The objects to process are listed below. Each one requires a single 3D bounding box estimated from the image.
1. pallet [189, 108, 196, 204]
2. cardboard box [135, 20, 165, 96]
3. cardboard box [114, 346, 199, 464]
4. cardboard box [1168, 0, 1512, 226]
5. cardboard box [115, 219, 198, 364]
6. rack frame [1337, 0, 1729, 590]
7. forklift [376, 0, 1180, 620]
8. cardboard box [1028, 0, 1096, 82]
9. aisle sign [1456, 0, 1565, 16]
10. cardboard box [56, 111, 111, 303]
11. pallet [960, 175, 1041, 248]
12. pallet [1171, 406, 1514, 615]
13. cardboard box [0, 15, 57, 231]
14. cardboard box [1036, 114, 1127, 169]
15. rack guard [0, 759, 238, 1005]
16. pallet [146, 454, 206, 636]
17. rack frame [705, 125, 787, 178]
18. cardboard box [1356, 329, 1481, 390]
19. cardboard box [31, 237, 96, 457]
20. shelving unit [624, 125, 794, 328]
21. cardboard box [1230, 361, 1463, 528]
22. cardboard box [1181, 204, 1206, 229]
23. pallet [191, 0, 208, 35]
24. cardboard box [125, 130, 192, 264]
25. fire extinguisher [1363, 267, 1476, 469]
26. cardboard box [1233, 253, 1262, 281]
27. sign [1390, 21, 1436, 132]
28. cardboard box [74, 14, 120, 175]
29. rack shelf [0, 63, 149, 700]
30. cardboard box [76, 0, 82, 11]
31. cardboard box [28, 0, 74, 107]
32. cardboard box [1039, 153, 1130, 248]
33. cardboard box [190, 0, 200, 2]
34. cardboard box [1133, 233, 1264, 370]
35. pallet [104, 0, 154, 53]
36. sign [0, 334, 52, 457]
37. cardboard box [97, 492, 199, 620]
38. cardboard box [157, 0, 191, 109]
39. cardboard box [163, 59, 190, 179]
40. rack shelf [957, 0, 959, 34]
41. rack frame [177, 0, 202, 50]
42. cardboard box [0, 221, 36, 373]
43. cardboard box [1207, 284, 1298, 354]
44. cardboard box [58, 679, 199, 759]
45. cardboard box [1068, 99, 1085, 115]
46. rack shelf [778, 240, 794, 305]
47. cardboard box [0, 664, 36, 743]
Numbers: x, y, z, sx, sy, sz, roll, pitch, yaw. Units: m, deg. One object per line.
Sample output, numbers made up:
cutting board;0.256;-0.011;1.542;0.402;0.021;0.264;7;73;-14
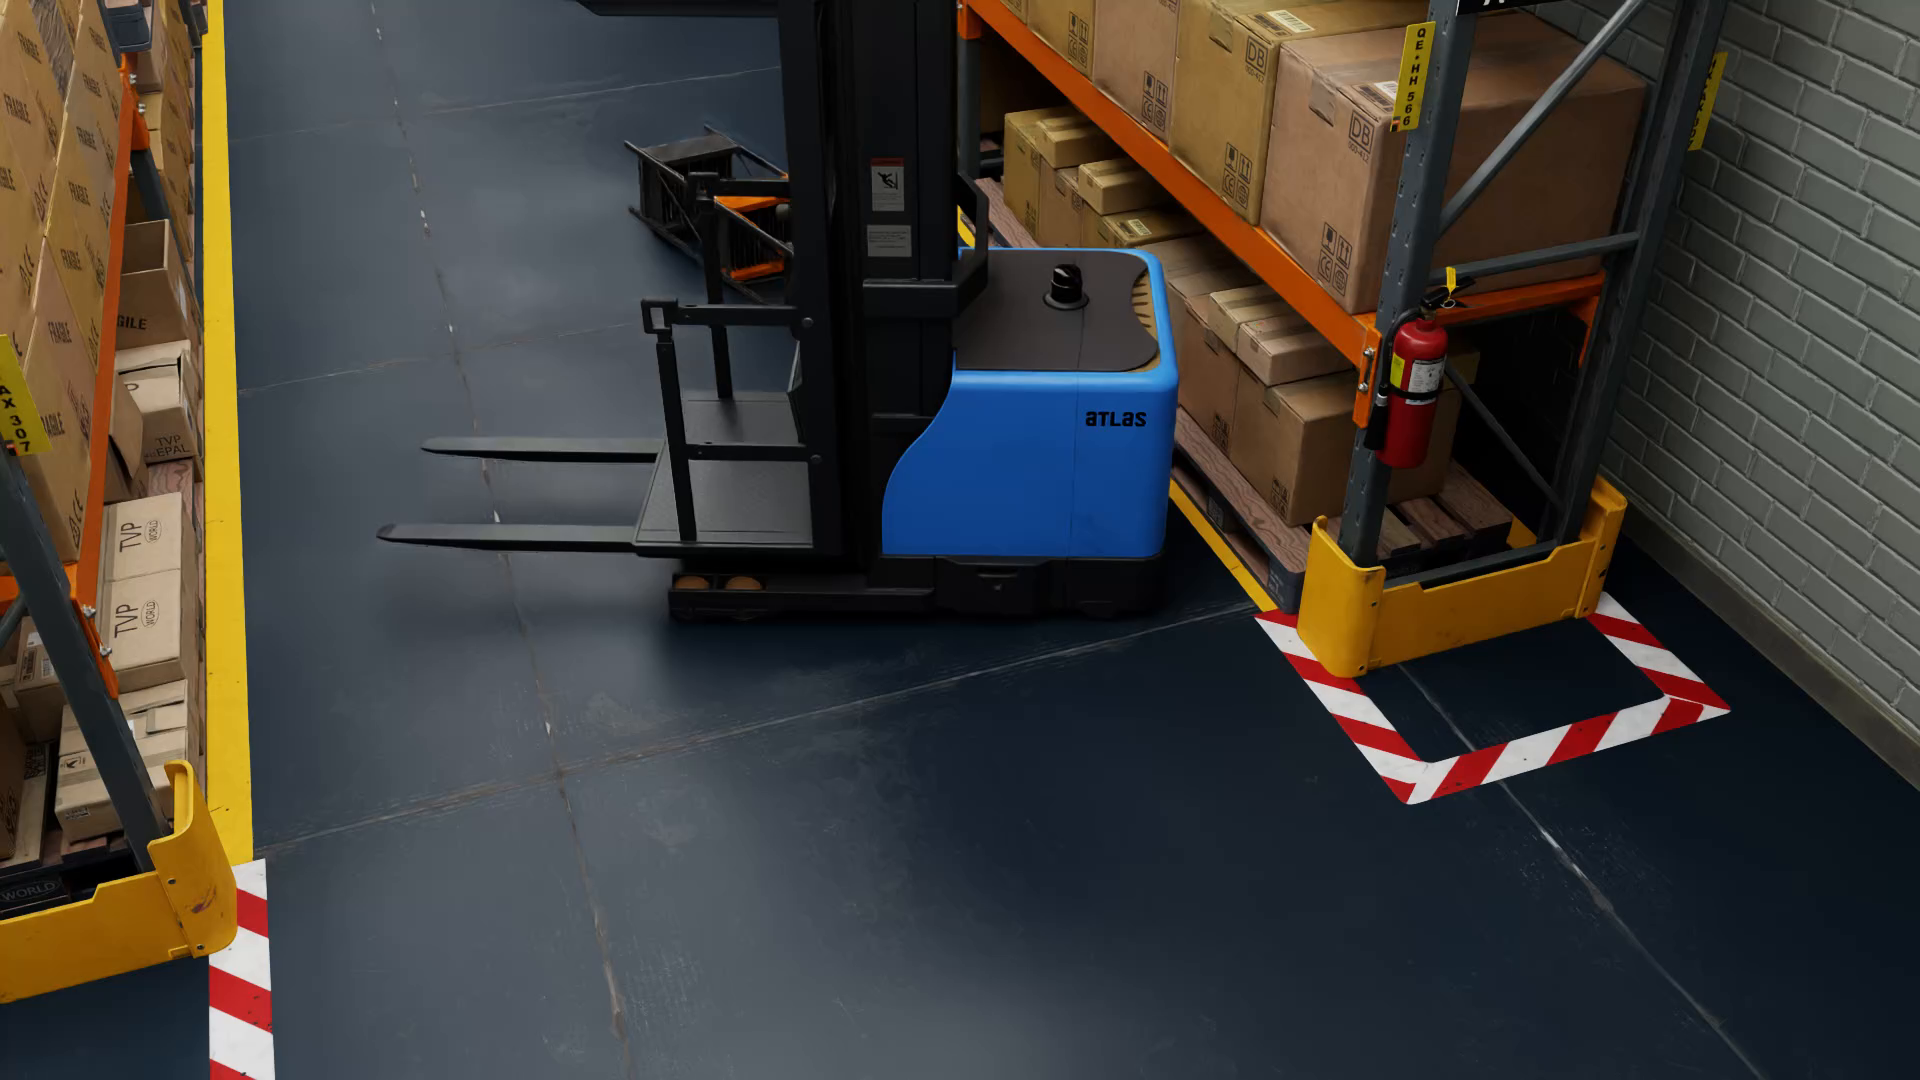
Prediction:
pallet;-4.912;-2.172;9.458;1.003;0.211;1.213;-12;39;-16
cardboard box;-4.455;-2.509;8.677;0.500;0.250;0.500;-12;39;-16
cardboard box;-3.452;-0.559;6.868;0.500;0.311;0.500;-12;39;-16
cardboard box;1.408;-1.727;6.300;0.980;0.700;0.700;-13;39;-16
cardboard box;-3.710;-1.058;7.374;0.500;0.500;0.500;-12;39;-16
rack frame;1.854;-0.912;5.468;1.000;3.000;0.127;-12;39;-16
forklift;-0.727;-1.184;5.885;3.031;2.935;1.130;1;37;1
cardboard box;0.895;-2.568;7.417;0.980;0.700;0.700;-13;39;-17
aisle sign;1.597;-1.848;4.549;0.394;0.787;0.004;-12;39;-16
cardboard box;-3.224;-1.087;5.617;0.500;0.500;0.500;-12;39;-15
pallet;0.665;-1.612;8.715;1.003;0.211;1.213;-12;39;-16
pallet;1.505;-0.234;6.885;1.003;0.211;1.213;-12;39;-16
cardboard box;-3.056;-1.206;4.944;0.500;0.500;0.500;-12;39;-15
cardboard box;0.585;-1.925;8.002;0.380;0.149;0.250;-11;38;-14
rack guard;-2.822;1.071;4.912;1.175;0.500;0.348;-12;39;-16
pallet;-3.514;0.048;6.511;1.003;0.211;1.213;-12;39;-16
rack frame;-0.761;-1.604;8.509;0.015;0.400;2.100;-21;41;-32
cardboard box;1.750;-0.686;6.357;0.380;0.149;0.250;-12;39;-16
cardboard box;-2.884;-0.520;4.864;0.500;0.500;0.500;-13;39;-16
shelving unit;-0.955;-1.530;8.381;0.503;0.431;2.100;-21;41;-32
cardboard box;1.519;-0.456;6.591;0.700;0.500;0.500;-12;39;-16
cardboard box;1.225;-1.545;7.497;0.380;0.149;0.250;-13;39;-17
pallet;-5.796;-3.763;11.570;1.003;0.211;1.213;-12;39;-16
cardboard box;-4.110;-1.645;8.153;0.500;0.500;0.500;-14;39;-18
fire extinguisher;1.472;-0.552;5.363;0.296;0.674;0.183;-12;39;-16
cardboard box;1.401;-1.257;7.115;0.380;0.149;0.250;-12;39;-15
sign;1.339;-1.365;4.909;0.100;0.325;0.005;-12;39;-16
cardboard box;-3.581;-1.664;6.383;0.500;0.500;0.500;-11;38;-15
rack shelf;-3.484;-0.727;5.820;1.077;0.370;4.000;-12;39;-16
cardboard box;-3.756;-2.351;6.464;0.500;0.500;0.500;-12;39;-16
cardboard box;-3.404;-1.778;5.703;0.500;0.500;0.500;-12;39;-16
cardboard box;0.808;-1.613;8.127;0.700;0.500;0.500;-13;39;-16
cardboard box;-5.454;-3.830;11.278;0.500;0.250;0.500;-13;39;-16
cardboard box;1.173;-1.023;7.343;0.700;0.500;0.500;-14;39;-17
pallet;-4.345;-2.541;7.790;1.003;0.211;1.213;-12;39;-16
sign;-2.287;-0.343;3.992;0.100;0.325;0.005;-12;39;-16
cardboard box;-3.061;0.107;6.034;0.500;0.250;0.500;-12;39;-16
cardboard box;-4.829;-2.809;9.698;0.500;0.500;0.500;-14;39;-18
cardboard box;-4.469;-2.228;8.927;0.500;0.500;0.500;-12;39;-15
rack shelf;-0.211;-4.014;10.184;1.077;0.370;4.000;-12;39;-16
rack frame;-5.549;-4.404;10.103;1.000;3.000;0.127;-12;39;-16
cardboard box;-2.701;-0.629;4.178;0.500;0.500;0.500;-11;38;-15
cardboard box;1.215;-0.894;6.634;0.380;0.149;0.250;-11;38;-15
cardboard box;-2.704;0.623;5.419;0.380;0.166;0.250;-12;39;-16
cardboard box;0.775;-2.279;8.472;0.380;0.149;0.250;-13;39;-16
rack shelf;-0.522;-1.195;7.923;0.480;0.431;0.518;-21;41;-32
cardboard box;-3.269;0.568;5.492;0.380;0.166;0.250;-12;39;-16
